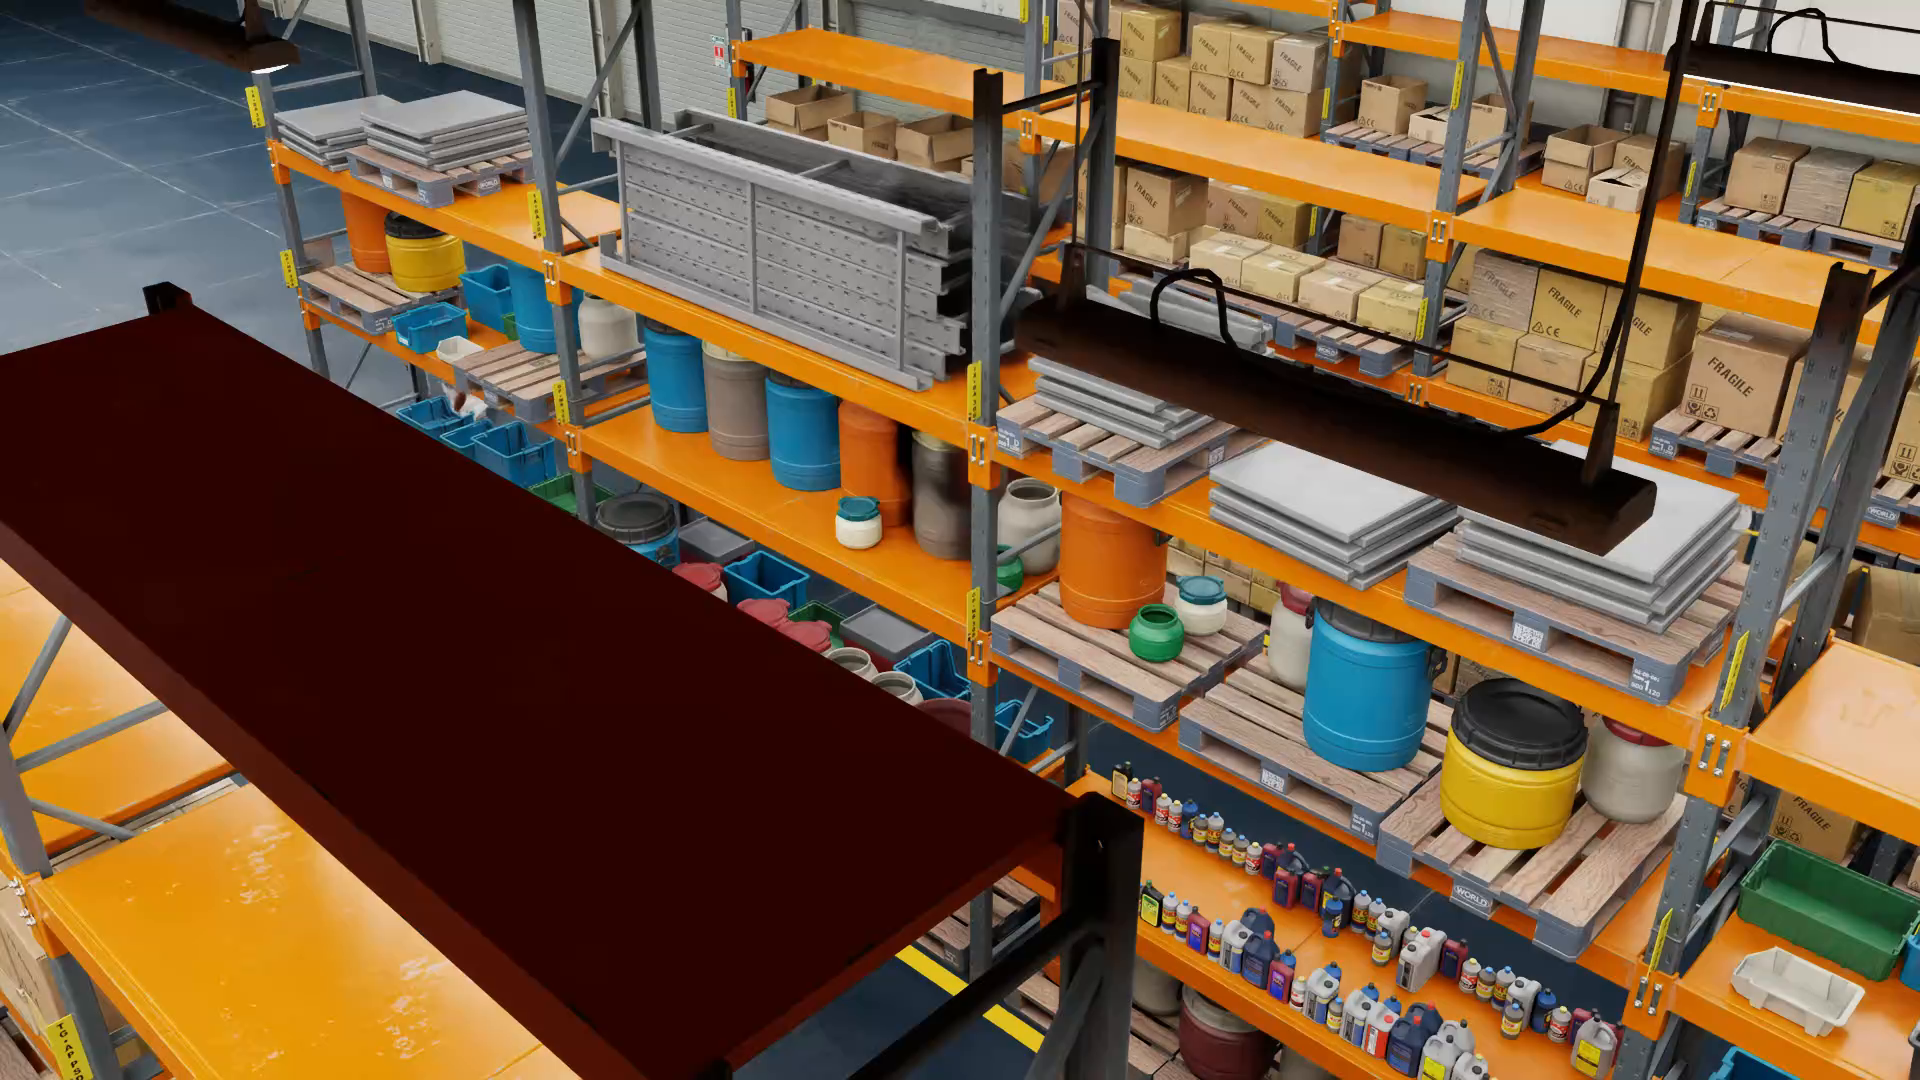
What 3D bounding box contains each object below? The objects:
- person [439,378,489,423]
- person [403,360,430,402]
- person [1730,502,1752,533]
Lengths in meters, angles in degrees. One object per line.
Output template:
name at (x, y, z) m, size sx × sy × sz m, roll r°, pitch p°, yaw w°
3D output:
person at (-5.032, -1.312, 16.843) m, size 0.673 × 1.775 × 0.733 m, roll 10°, pitch 31°, yaw 16°
person at (-6.024, -2.401, 18.730) m, size 0.793 × 1.787 × 0.654 m, roll -6°, pitch 30°, yaw -11°
person at (6.792, -0.088, 14.703) m, size 0.758 × 1.726 × 0.582 m, roll 18°, pitch 34°, yaw 28°
